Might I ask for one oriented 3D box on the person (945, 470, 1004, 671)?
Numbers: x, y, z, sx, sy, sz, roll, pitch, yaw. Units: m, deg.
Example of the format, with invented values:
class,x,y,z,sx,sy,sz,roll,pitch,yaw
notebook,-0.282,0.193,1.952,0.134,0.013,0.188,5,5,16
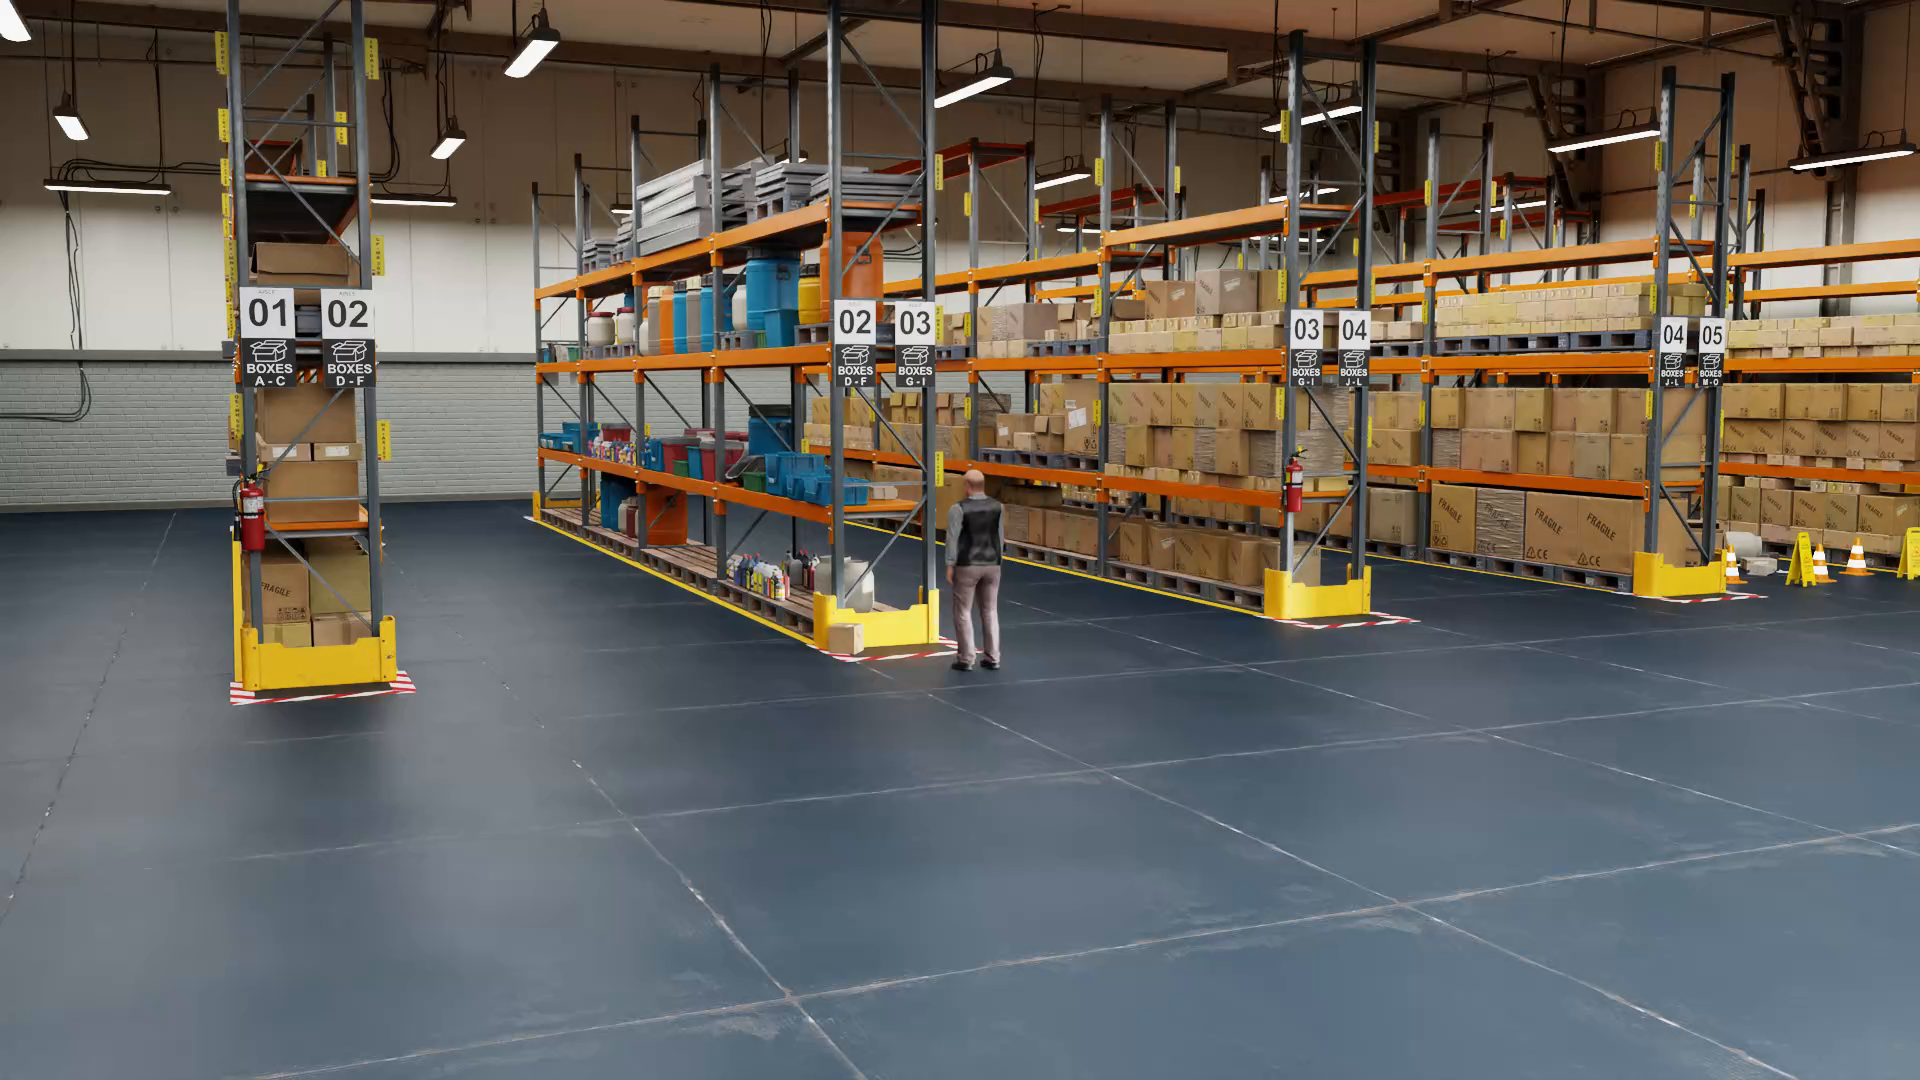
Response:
class,x,y,z,sx,sy,sz,roll,pitch,yaw
person,0.120,0.256,14.217,0.534,1.714,0.355,-2,6,-23
